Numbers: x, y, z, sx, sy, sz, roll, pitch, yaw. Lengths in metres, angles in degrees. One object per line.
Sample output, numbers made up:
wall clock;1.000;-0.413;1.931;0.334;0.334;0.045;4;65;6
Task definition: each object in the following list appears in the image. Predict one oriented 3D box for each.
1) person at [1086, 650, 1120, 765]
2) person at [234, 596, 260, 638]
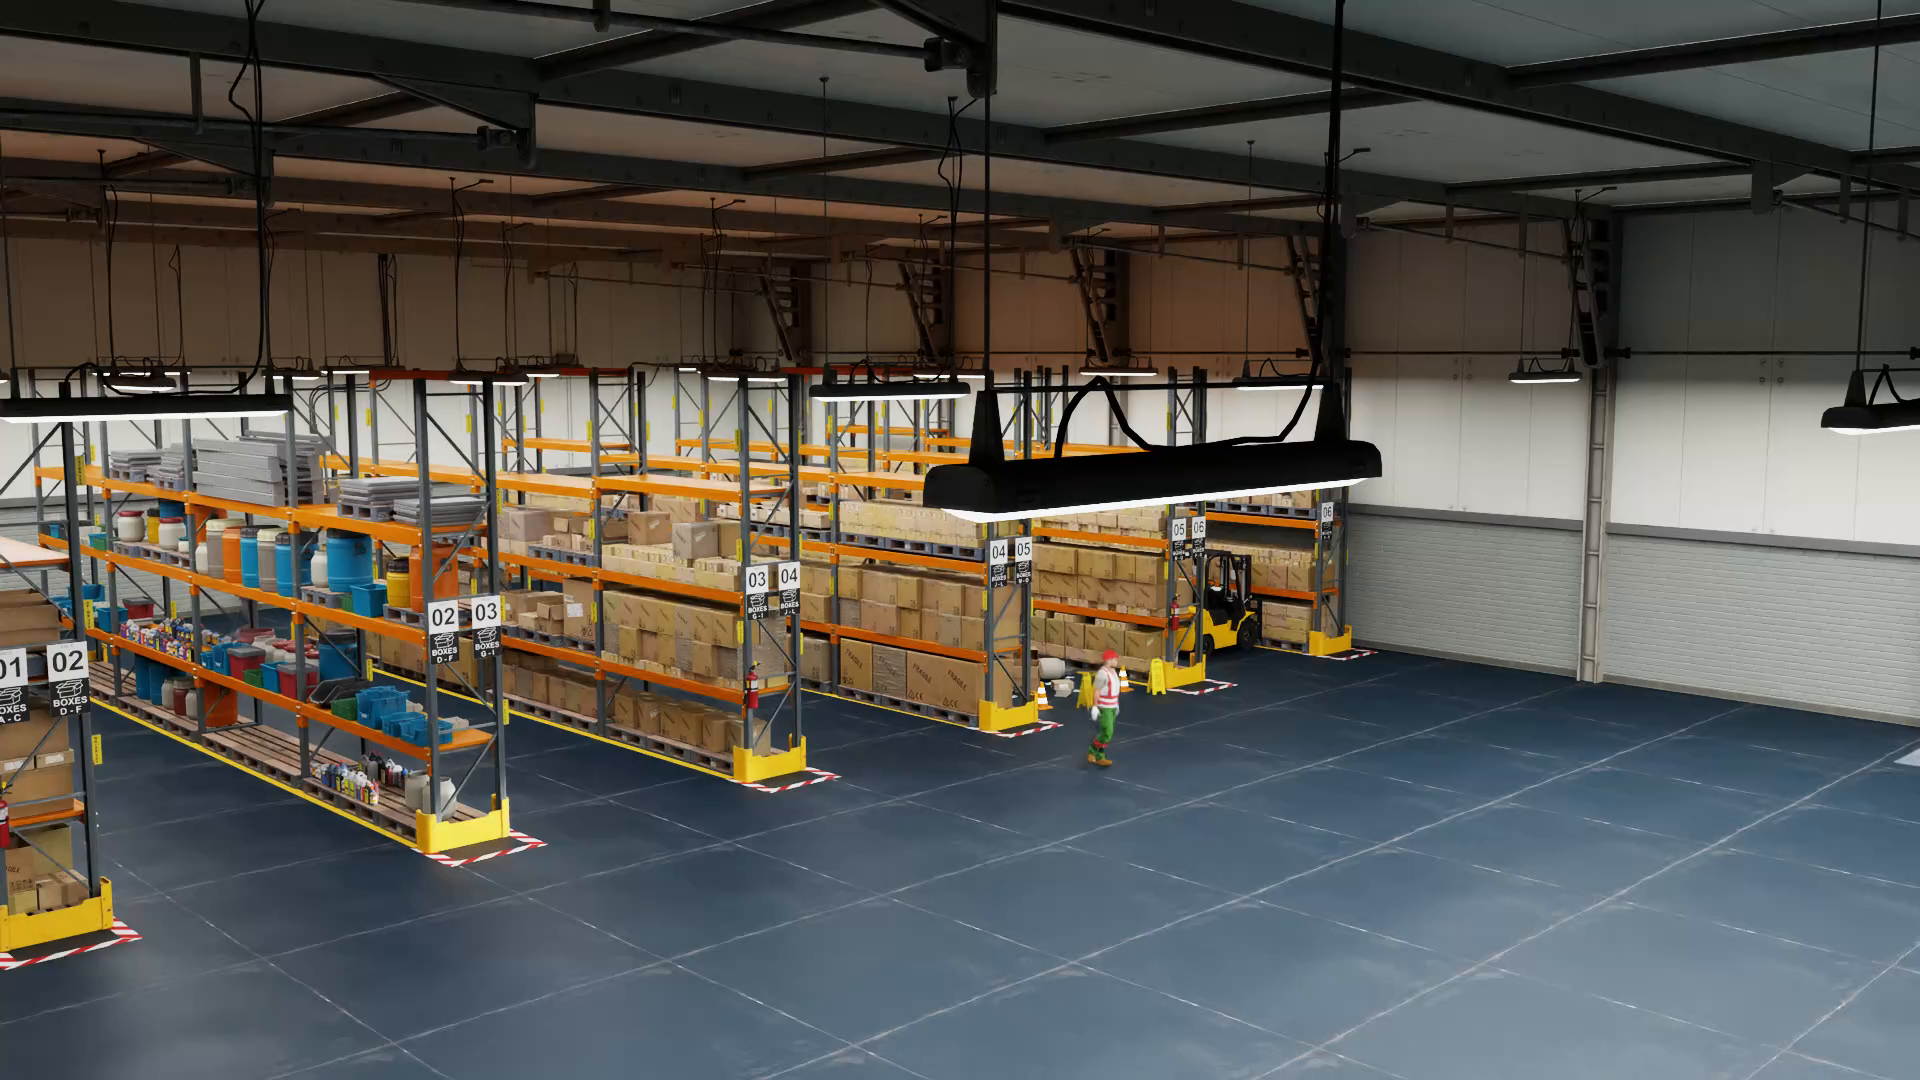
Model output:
person;2.192;2.564;25.467;0.448;1.779;0.616;4;7;30
person;-15.485;1.482;36.086;0.544;1.586;0.610;-3;7;-24
